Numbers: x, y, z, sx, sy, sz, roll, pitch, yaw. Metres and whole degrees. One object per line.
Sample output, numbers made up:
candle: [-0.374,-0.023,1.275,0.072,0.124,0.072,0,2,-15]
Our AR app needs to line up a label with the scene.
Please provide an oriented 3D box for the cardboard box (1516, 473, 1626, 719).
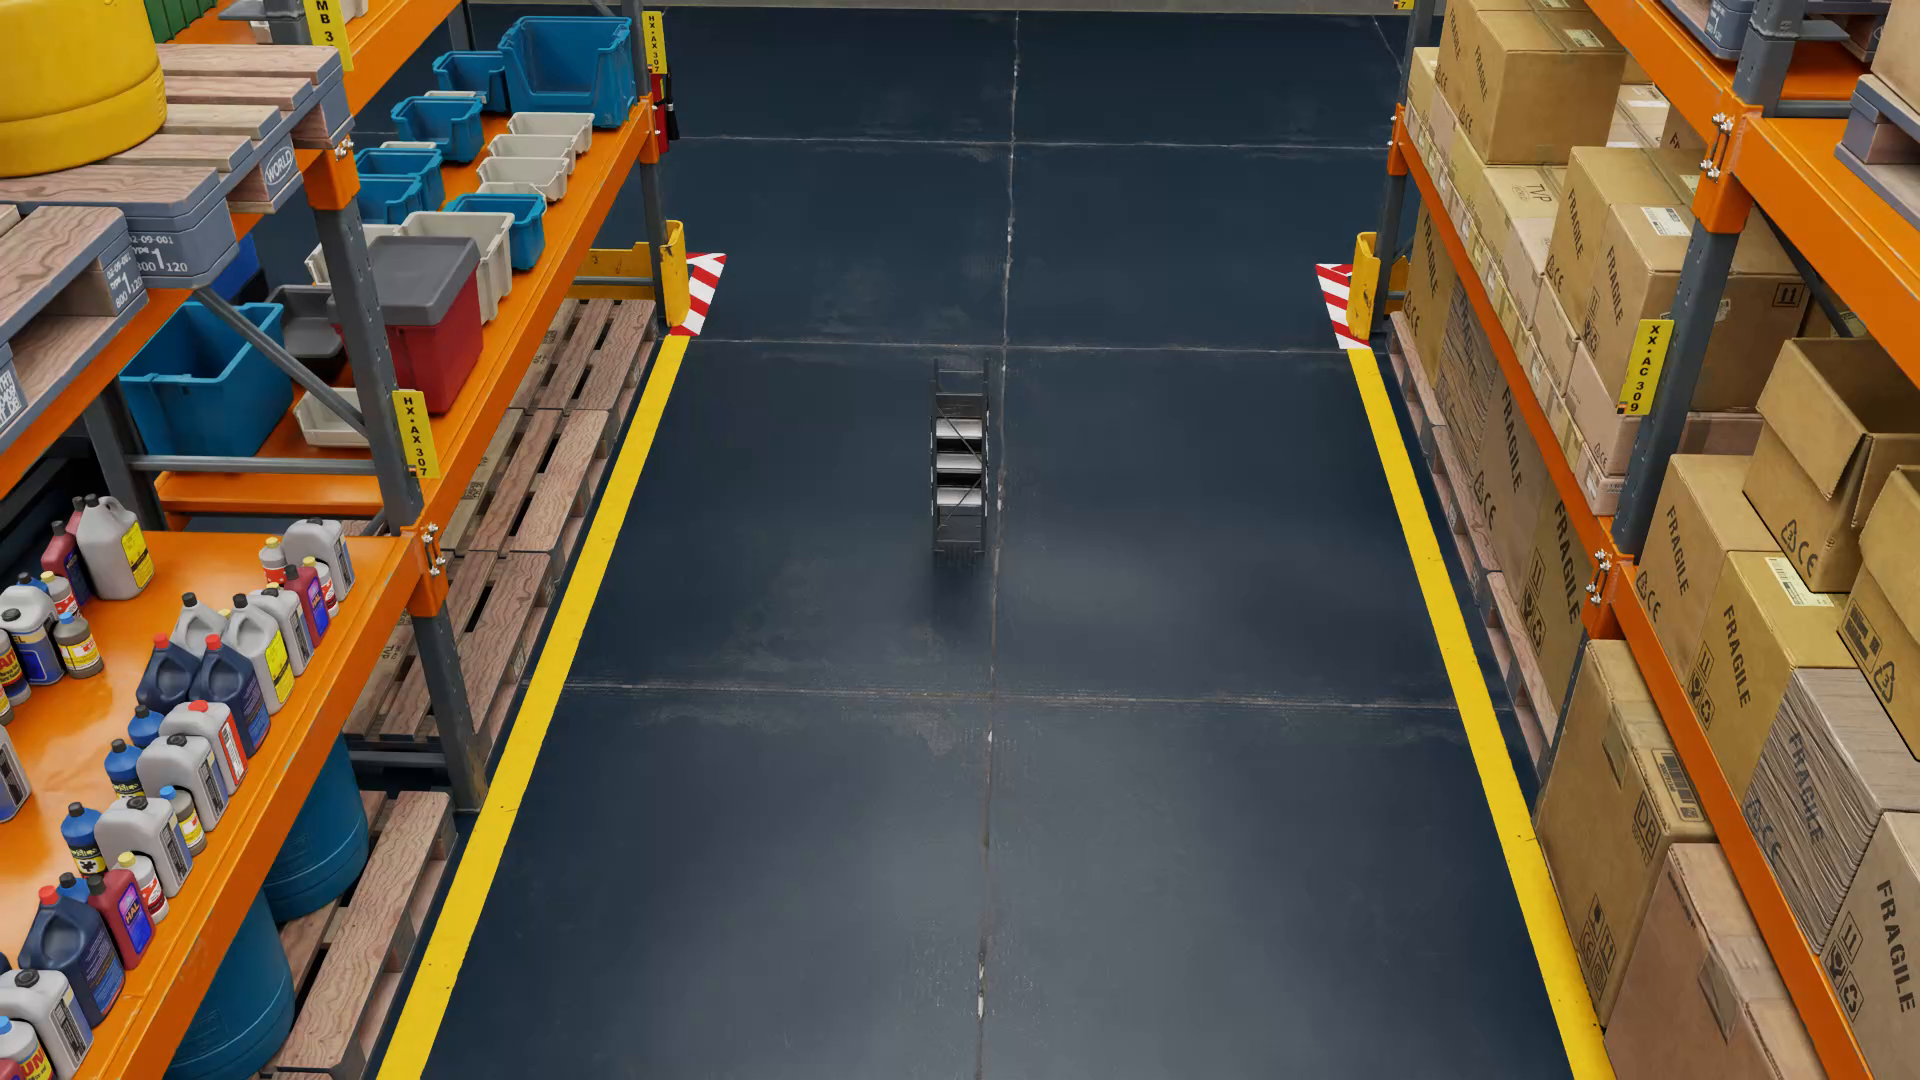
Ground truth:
cardboard box: [2.747,0.195,6.347,0.875,0.875,0.875,1,35,2]

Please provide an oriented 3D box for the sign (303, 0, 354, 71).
sign: [-1.759,-1.457,4.598,0.100,0.325,0.005,1,35,2]

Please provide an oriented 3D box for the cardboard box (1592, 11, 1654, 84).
cardboard box: [3.044,-2.505,7.925,0.500,0.500,0.500,2,35,2]

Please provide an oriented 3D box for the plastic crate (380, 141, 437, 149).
plastic crate: [-2.610,-1.748,7.806,0.250,0.136,0.298,1,35,2]

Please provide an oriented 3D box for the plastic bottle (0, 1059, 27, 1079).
plastic bottle: [-2.037,1.202,3.532,0.061,0.283,0.133,1,35,2]

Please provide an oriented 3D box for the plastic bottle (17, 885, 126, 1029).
plastic bottle: [-2.063,0.949,3.834,0.144,0.351,0.185,1,35,2]

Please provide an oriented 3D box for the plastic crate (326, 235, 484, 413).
plastic crate: [-2.022,-0.798,6.169,0.402,0.464,0.583,1,35,2]

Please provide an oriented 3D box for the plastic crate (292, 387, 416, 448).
plastic crate: [-2.147,-0.421,5.917,0.396,0.136,0.243,1,35,2]

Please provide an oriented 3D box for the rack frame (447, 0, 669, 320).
rack frame: [-2.148,-2.538,8.753,1.000,3.000,0.127,1,35,2]

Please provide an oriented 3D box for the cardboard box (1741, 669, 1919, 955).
cardboard box: [2.332,0.668,4.103,0.500,0.500,0.500,1,35,1]

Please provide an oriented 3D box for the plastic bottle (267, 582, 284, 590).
plastic bottle: [-2.045,0.218,5.004,0.097,0.201,0.097,0,35,0]

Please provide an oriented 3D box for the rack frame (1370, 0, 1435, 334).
rack frame: [2.801,-2.424,8.590,1.000,3.000,0.127,1,35,2]

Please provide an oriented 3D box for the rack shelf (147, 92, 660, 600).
rack shelf: [-2.228,-1.095,7.324,1.077,0.370,4.000,1,35,2]

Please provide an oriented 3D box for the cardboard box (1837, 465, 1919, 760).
cardboard box: [2.584,0.184,3.920,0.797,0.503,0.637,2,35,2]

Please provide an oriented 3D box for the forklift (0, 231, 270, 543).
forklift: [-4.556,-1.683,7.595,1.130,2.935,3.031,2,35,3]

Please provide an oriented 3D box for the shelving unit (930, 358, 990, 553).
shelving unit: [0.000,-0.373,7.498,0.258,0.900,0.210,1,35,2]

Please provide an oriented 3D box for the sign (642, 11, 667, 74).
sign: [-1.598,-2.601,8.701,0.100,0.325,0.005,1,35,2]

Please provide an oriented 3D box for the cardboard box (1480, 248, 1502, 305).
cardboard box: [2.388,-1.090,6.911,0.380,0.149,0.250,2,35,3]

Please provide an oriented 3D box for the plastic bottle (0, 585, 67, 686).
plastic bottle: [-2.723,0.278,4.853,0.152,0.276,0.135,1,35,2]

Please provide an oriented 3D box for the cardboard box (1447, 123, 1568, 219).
cardboard box: [2.474,-1.627,7.328,0.500,0.250,0.500,0,35,0]

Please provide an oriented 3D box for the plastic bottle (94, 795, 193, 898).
plastic bottle: [-2.051,0.755,4.175,0.152,0.276,0.135,1,35,2]

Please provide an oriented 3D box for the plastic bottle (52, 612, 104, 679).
plastic bottle: [-2.597,0.301,4.886,0.097,0.201,0.097,0,35,0]

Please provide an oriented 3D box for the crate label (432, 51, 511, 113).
crate label: [-2.487,-2.360,8.592,0.416,0.233,0.303,1,35,2]

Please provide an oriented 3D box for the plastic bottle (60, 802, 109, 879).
plastic bottle: [-2.177,0.765,4.165,0.097,0.271,0.097,0,35,0]

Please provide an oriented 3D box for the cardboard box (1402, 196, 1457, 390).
cardboard box: [2.855,-1.357,8.554,0.875,0.875,0.875,1,35,2]

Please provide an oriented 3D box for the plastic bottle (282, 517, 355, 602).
plastic bottle: [-2.002,0.045,5.185,0.152,0.276,0.135,1,35,2]

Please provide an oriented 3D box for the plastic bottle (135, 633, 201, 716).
plastic bottle: [-2.170,0.419,4.588,0.144,0.351,0.185,1,35,2]

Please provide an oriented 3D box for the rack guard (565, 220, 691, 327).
rack guard: [-2.160,-1.529,9.491,1.175,0.500,0.348,1,35,2]

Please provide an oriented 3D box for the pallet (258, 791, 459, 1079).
pallet: [-2.381,1.343,5.655,1.003,0.211,1.213,1,35,2]

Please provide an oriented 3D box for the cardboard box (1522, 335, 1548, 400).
cardboard box: [2.356,-0.649,6.283,0.380,0.149,0.250,2,35,3]

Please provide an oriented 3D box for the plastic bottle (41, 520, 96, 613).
plastic bottle: [-2.755,0.085,5.121,0.061,0.283,0.133,1,35,2]

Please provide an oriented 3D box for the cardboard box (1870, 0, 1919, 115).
cardboard box: [2.627,-1.232,3.833,0.700,0.500,0.500,2,35,3]

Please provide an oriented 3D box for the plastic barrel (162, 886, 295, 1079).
plastic barrel: [-2.376,1.166,4.942,0.600,0.901,0.708,1,35,2]

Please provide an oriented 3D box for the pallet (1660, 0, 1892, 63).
pallet: [2.684,-1.786,5.151,1.003,0.211,1.213,1,35,2]

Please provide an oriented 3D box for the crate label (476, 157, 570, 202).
crate label: [-2.013,-1.655,7.674,0.396,0.136,0.243,1,35,2]

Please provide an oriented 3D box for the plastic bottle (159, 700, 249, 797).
plastic bottle: [-2.036,0.544,4.475,0.152,0.276,0.135,1,35,2]

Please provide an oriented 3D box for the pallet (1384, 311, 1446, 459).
pallet: [2.847,-0.821,8.735,1.003,0.211,1.213,1,35,2]

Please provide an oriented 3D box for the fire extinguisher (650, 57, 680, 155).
fire extinguisher: [-1.688,-2.430,8.990,0.296,0.674,0.183,1,35,2]

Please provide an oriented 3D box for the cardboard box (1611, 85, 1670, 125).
cardboard box: [3.026,-1.908,7.728,0.500,0.250,0.500,1,35,1]

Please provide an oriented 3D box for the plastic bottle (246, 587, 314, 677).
plastic bottle: [-2.016,0.255,4.887,0.152,0.276,0.135,1,35,2]

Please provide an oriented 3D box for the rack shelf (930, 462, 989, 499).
rack shelf: [0.000,-0.272,7.569,0.258,0.077,0.200,1,35,2]

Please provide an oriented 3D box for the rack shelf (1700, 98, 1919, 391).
rack shelf: [2.560,0.091,3.029,1.077,0.370,4.000,1,35,2]

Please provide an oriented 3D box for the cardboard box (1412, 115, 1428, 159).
cardboard box: [2.448,-1.977,8.173,0.380,0.149,0.250,1,35,1]

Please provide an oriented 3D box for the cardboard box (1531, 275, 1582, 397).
cardboard box: [2.414,-0.743,6.070,0.500,0.250,0.500,2,35,3]

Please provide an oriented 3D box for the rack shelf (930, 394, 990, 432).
rack shelf: [0.000,-0.566,7.362,0.258,0.077,0.200,1,35,2]

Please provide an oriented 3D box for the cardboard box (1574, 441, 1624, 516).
cardboard box: [2.325,-0.205,5.652,0.380,0.149,0.250,2,35,2]

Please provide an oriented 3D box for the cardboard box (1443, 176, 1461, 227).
cardboard box: [2.418,-1.534,7.543,0.380,0.149,0.250,1,35,1]

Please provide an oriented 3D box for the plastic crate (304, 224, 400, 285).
plastic crate: [-2.539,-1.164,6.975,0.293,0.136,0.466,1,35,2]

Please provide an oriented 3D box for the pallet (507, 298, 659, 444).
pallet: [-2.220,-0.924,8.881,1.003,0.211,1.213,1,35,2]

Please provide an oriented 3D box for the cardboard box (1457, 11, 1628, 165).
cardboard box: [2.477,-1.936,7.116,0.500,0.500,0.500,0,35,1]
